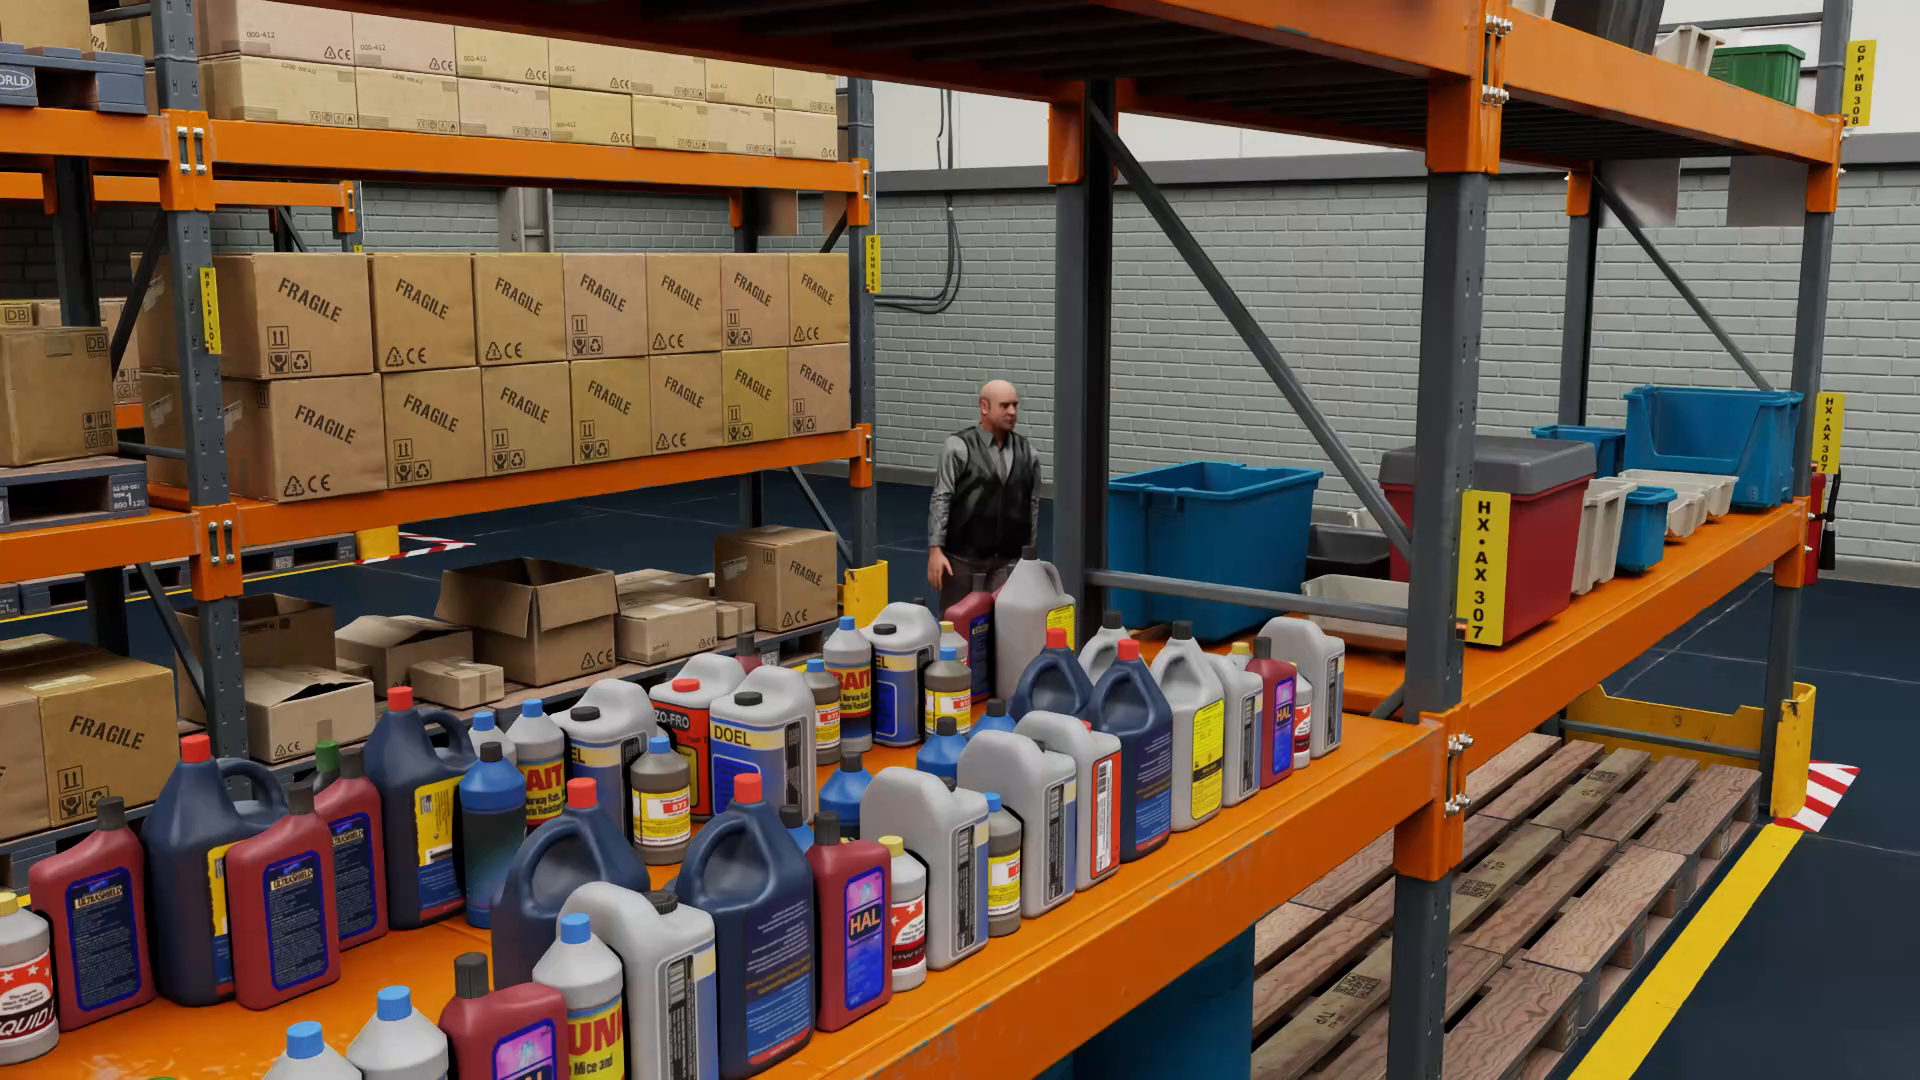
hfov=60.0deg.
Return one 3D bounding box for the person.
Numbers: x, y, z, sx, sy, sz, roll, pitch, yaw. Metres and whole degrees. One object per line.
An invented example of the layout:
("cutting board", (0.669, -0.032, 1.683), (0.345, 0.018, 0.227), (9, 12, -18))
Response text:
("person", (0.099, 0.086, 7.975), (0.605, 1.708, 0.857), (-3, 10, -18))
